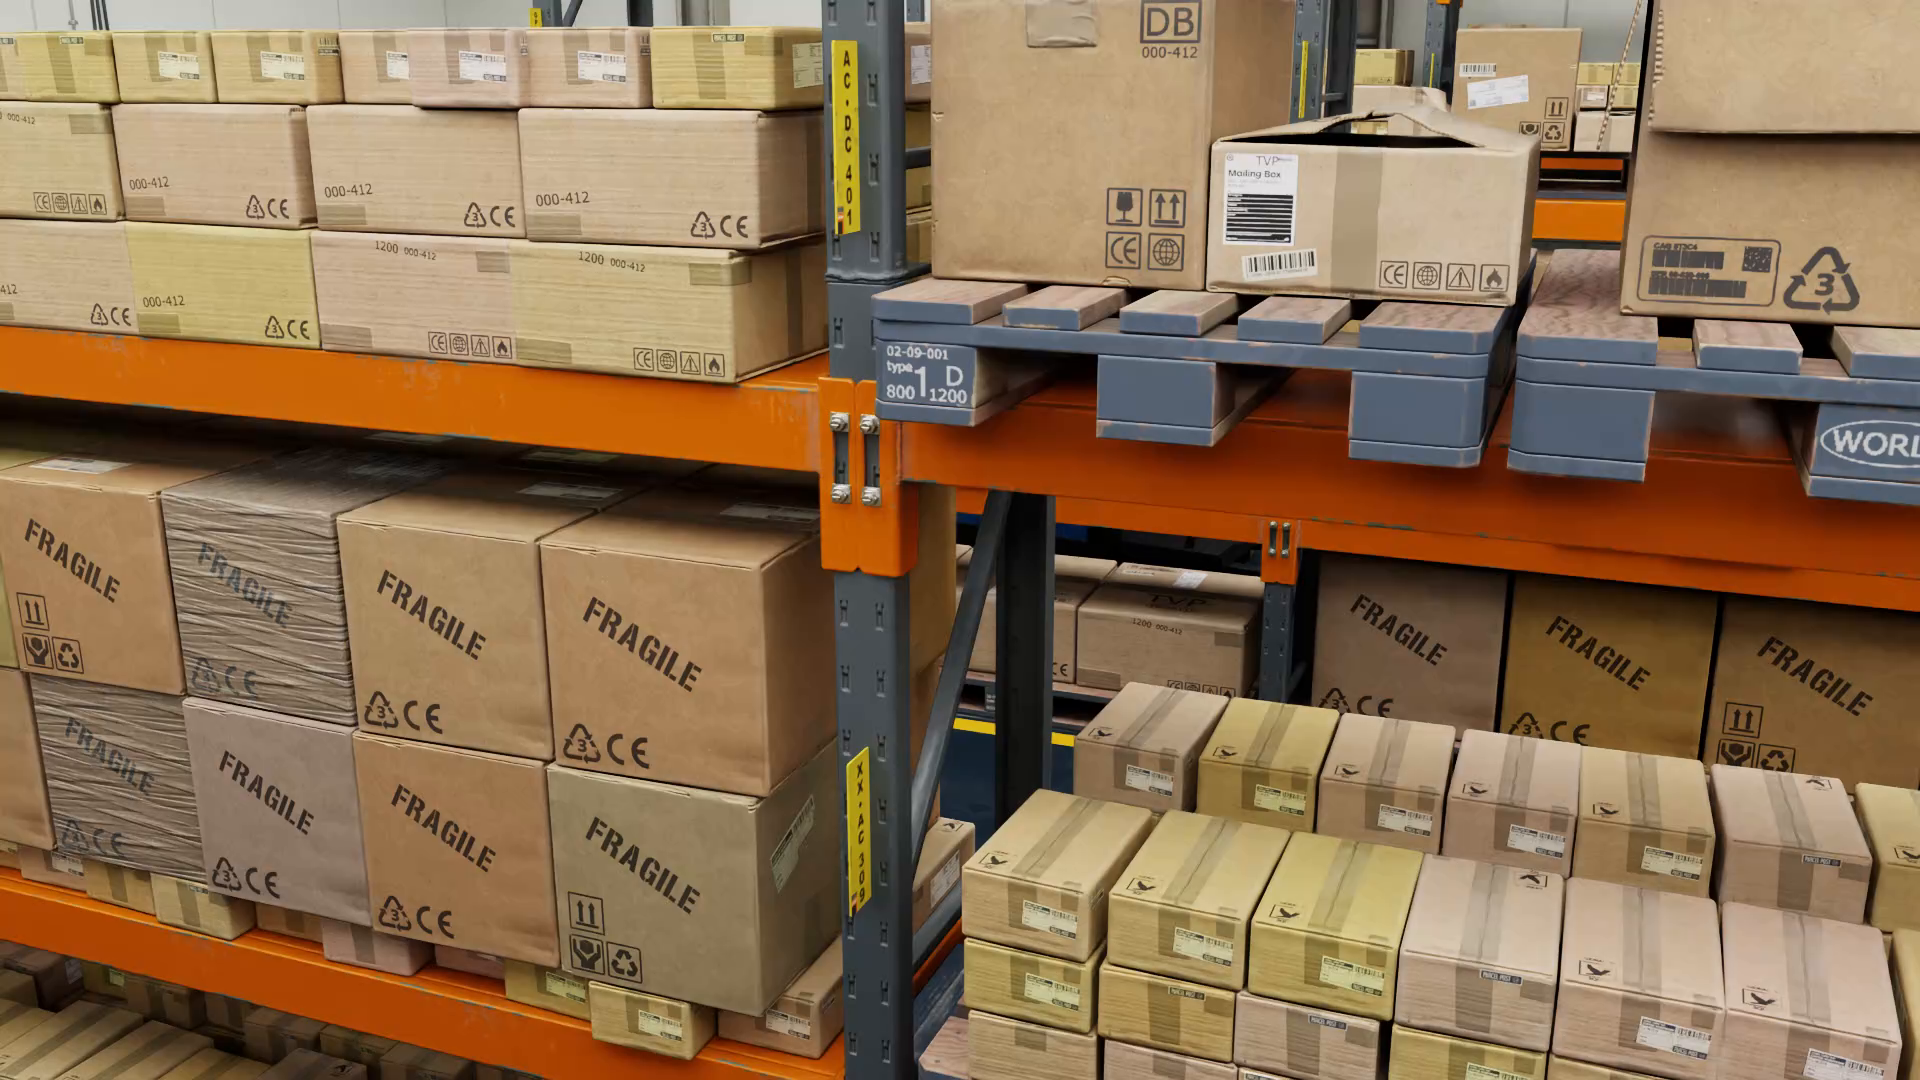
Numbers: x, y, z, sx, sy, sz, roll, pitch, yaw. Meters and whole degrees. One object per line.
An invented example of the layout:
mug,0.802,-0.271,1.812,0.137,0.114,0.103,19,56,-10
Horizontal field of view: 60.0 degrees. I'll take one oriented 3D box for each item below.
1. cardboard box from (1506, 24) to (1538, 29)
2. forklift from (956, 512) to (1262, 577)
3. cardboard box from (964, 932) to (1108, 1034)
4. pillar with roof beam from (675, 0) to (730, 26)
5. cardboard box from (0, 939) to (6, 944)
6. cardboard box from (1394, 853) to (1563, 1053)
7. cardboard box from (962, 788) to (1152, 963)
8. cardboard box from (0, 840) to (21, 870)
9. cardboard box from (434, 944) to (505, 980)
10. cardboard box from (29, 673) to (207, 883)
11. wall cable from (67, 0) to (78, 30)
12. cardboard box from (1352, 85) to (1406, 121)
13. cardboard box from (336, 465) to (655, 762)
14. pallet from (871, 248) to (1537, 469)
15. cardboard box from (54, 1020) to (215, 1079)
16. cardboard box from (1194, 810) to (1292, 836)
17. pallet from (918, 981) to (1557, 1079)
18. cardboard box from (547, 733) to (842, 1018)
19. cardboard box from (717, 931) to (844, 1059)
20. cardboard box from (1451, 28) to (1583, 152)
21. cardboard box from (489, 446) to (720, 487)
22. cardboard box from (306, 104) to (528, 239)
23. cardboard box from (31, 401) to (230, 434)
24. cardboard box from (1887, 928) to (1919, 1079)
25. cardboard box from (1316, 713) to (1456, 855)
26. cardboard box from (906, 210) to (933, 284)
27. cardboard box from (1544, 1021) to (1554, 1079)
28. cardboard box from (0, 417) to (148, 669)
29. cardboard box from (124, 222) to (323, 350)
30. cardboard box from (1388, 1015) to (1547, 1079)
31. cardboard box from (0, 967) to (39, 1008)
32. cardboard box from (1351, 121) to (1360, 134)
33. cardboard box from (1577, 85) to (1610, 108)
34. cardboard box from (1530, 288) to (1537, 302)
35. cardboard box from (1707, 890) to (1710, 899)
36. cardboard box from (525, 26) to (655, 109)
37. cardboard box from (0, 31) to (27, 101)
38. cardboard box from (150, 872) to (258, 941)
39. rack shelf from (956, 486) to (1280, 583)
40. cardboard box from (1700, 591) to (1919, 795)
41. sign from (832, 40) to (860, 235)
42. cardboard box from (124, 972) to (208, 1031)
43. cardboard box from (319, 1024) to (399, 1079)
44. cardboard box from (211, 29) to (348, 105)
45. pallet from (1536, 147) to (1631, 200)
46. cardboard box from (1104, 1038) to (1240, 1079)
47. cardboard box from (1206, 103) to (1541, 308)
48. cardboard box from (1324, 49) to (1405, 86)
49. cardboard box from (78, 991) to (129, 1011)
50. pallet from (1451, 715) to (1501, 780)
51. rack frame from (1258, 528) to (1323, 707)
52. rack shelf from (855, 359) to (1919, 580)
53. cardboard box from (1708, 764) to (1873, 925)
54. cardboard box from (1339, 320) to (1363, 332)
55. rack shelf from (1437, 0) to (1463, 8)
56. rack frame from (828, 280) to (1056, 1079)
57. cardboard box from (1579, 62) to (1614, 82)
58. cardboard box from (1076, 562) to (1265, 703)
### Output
cardboard box,4.103,-3.614,12.104,0.258,0.266,0.396,6,17,21
forklift,1.484,-1.166,10.935,3.031,2.935,1.130,9,18,27
cardboard box,0.193,0.783,3.260,0.250,0.149,0.380,7,17,22
pillar with roof beam,-3.943,-4.418,11.251,0.400,9.000,9.100,6,17,21
cardboard box,-3.140,1.308,5.580,0.250,0.149,0.380,6,17,21
cardboard box,0.924,0.720,2.943,0.250,0.149,0.380,6,17,20
cardboard box,0.193,0.640,3.219,0.250,0.149,0.380,7,18,23
cardboard box,-2.527,0.759,4.631,0.250,0.149,0.380,6,17,20
cardboard box,-1.077,0.914,4.095,0.250,0.149,0.380,6,17,19
cardboard box,-1.975,0.517,4.300,0.500,0.500,0.500,6,17,19
wall cable,-7.120,-4.441,11.330,0.029,3.000,2.355,6,17,21
cardboard box,2.995,-3.230,12.276,0.500,0.250,0.500,6,17,21
cardboard box,-1.024,0.147,3.782,0.500,0.500,0.500,6,17,19
pallet,0.531,-0.412,3.170,1.003,0.211,1.213,6,17,21
cardboard box,-2.359,1.552,4.740,0.250,0.149,0.380,7,18,23
cardboard box,0.684,0.639,3.755,0.250,0.149,0.380,6,17,21
pallet,0.653,1.055,3.503,1.213,0.211,1.003,6,17,21
cardboard box,-0.558,0.680,3.738,0.500,0.500,0.500,6,17,21
cardboard box,-0.356,0.999,3.802,0.250,0.149,0.380,6,17,20
cardboard box,2.431,-1.972,7.273,0.500,0.500,0.500,6,17,20
cardboard box,-0.823,0.018,4.226,0.500,0.500,0.500,6,17,19
cardboard box,-1.007,-0.799,3.537,0.500,0.250,0.500,6,17,18
cardboard box,-2.250,-0.148,4.797,0.500,0.500,0.500,7,18,23
cardboard box,1.648,0.799,2.672,0.250,0.149,0.380,7,18,22
cardboard box,0.930,0.525,3.615,0.250,0.149,0.380,6,17,19
cardboard box,-0.338,-0.637,3.877,0.500,0.250,0.500,7,18,23
cardboard box,1.154,1.031,2.939,0.250,0.149,0.380,5,17,18
cardboard box,-2.458,-0.009,4.319,0.500,0.500,0.500,6,17,19
cardboard box,-1.493,-0.607,3.774,0.500,0.250,0.500,6,17,20
cardboard box,0.917,0.862,2.989,0.250,0.149,0.380,5,17,18
cardboard box,-3.062,1.458,5.063,0.250,0.149,0.380,7,17,22
cardboard box,2.866,-3.041,12.337,0.250,0.149,0.380,6,17,21
cardboard box,4.371,-3.087,11.563,0.250,0.149,0.380,7,17,21
cardboard box,2.709,-0.944,8.071,0.500,0.500,0.500,7,17,22
cardboard box,1.411,0.719,3.479,0.250,0.149,0.380,5,17,18
cardboard box,-0.646,-0.938,3.303,0.250,0.149,0.380,7,18,22
cardboard box,-2.074,-1.103,3.871,0.250,0.149,0.380,7,18,23
cardboard box,-1.837,0.858,4.288,0.250,0.149,0.380,7,17,22
rack shelf,-0.143,-0.306,9.138,4.000,0.370,1.077,6,17,21
cardboard box,3.998,0.596,7.797,0.875,0.875,0.875,7,17,21
sign,-0.197,-0.700,2.897,0.005,0.325,0.100,6,17,21
cardboard box,-2.422,1.385,5.315,0.250,0.149,0.380,6,17,18
cardboard box,-1.693,1.473,5.011,0.250,0.149,0.380,6,17,21
cardboard box,-1.369,-1.018,3.579,0.250,0.149,0.380,6,17,18
pallet,2.589,-1.715,7.662,1.217,0.209,0.805,6,17,18
cardboard box,0.453,0.953,3.209,0.250,0.149,0.380,7,17,22
cardboard box,0.737,-0.608,2.913,0.500,0.311,0.500,6,17,20
cardboard box,2.978,-3.475,12.223,0.500,0.250,0.500,6,17,21
cardboard box,-2.646,1.495,5.469,0.250,0.149,0.380,6,17,18
pallet,2.463,0.952,8.517,1.213,0.211,1.003,6,17,21
rack frame,1.718,-0.447,8.333,0.127,3.000,1.000,6,17,21
rack shelf,1.856,-0.043,2.852,4.000,0.370,1.077,6,17,21
cardboard box,1.653,0.604,3.342,0.250,0.149,0.380,5,17,18
cardboard box,2.022,-0.856,7.768,0.500,0.500,0.500,6,17,21
rack shelf,5.396,-3.874,11.384,4.000,0.370,1.077,6,17,21
rack frame,-0.005,0.847,3.875,0.127,3.000,1.000,6,17,21
cardboard box,4.580,-3.374,12.019,0.250,0.149,0.380,7,18,22
cardboard box,1.173,0.490,8.949,0.875,0.438,0.875,6,17,20
